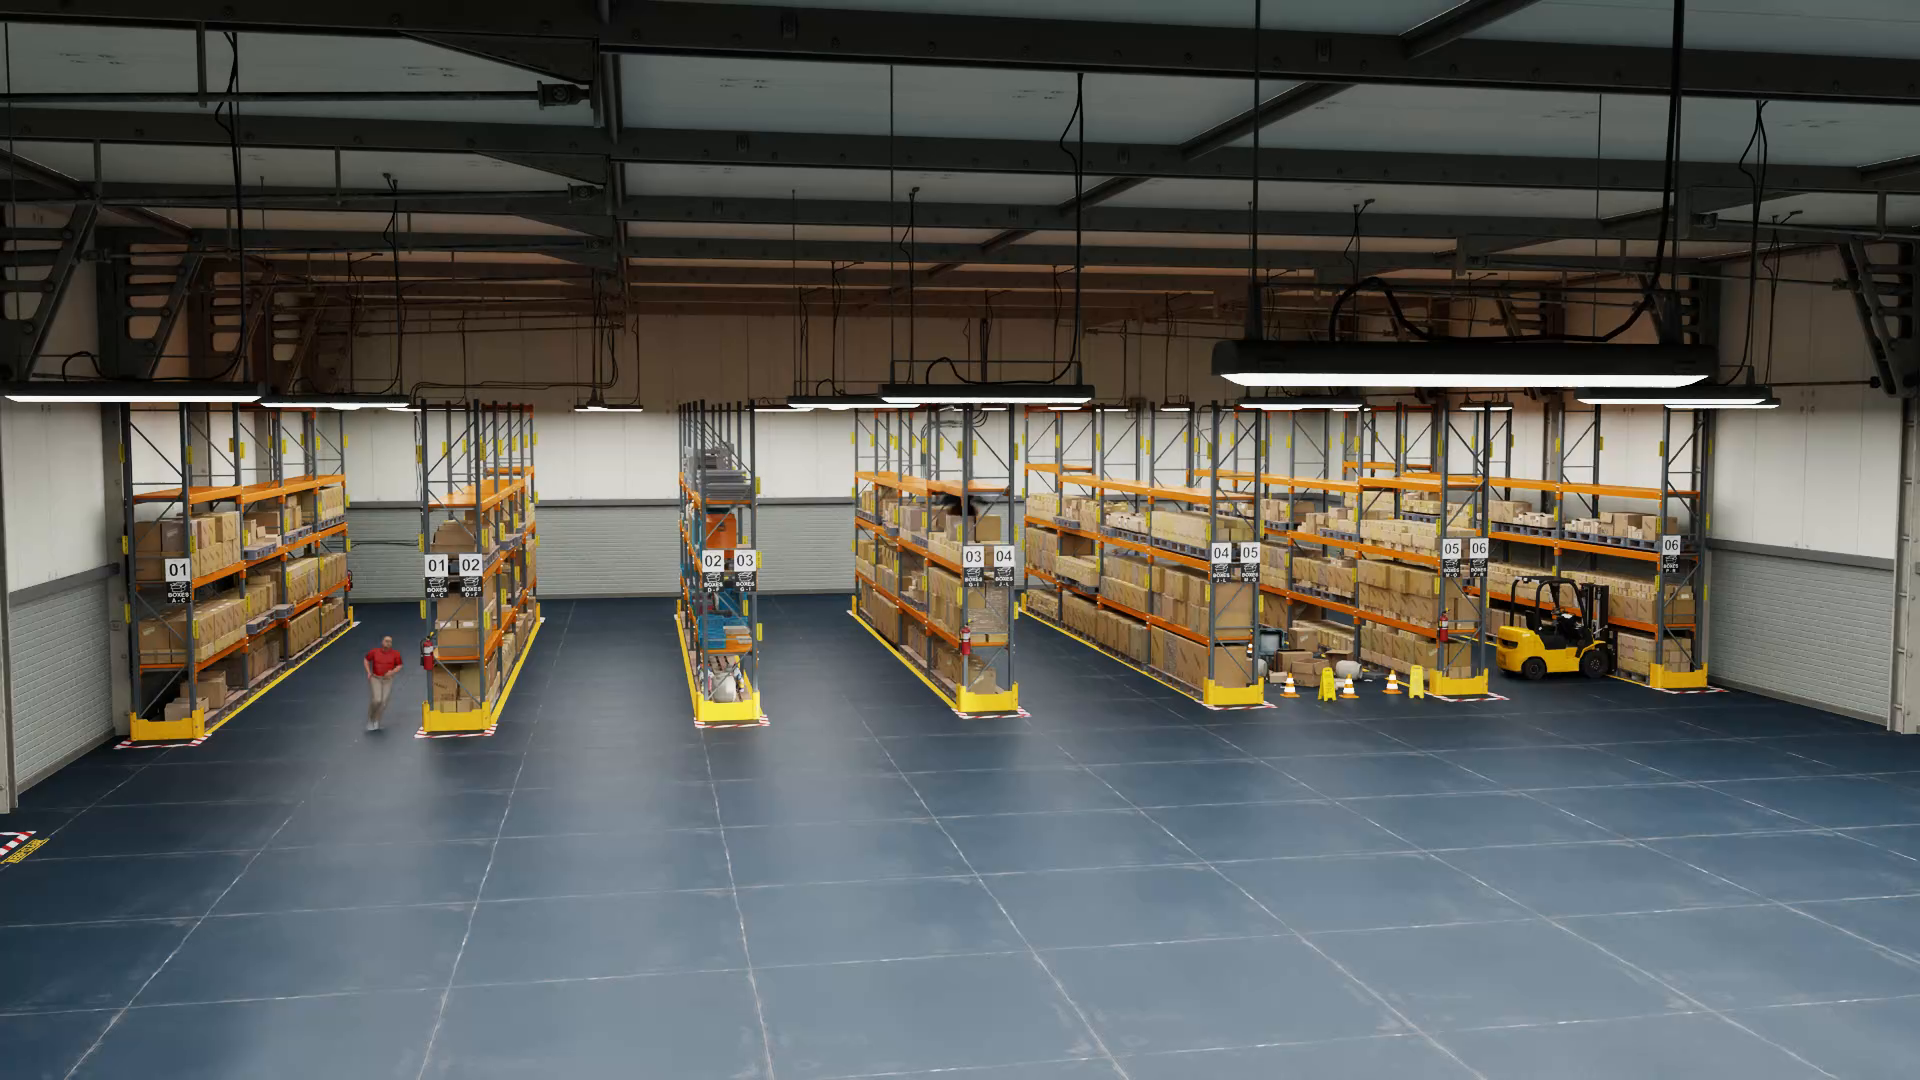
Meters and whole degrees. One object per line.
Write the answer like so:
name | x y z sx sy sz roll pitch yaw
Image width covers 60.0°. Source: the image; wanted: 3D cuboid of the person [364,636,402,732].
person | -10.490 2.613 30.255 0.671 1.741 0.642 -2 5 -29

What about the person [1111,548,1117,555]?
person | 4.735 1.038 51.547 0.558 1.612 0.574 -3 5 -34

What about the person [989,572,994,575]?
person | 0.835 1.351 47.180 0.605 1.731 0.735 0 4 1
